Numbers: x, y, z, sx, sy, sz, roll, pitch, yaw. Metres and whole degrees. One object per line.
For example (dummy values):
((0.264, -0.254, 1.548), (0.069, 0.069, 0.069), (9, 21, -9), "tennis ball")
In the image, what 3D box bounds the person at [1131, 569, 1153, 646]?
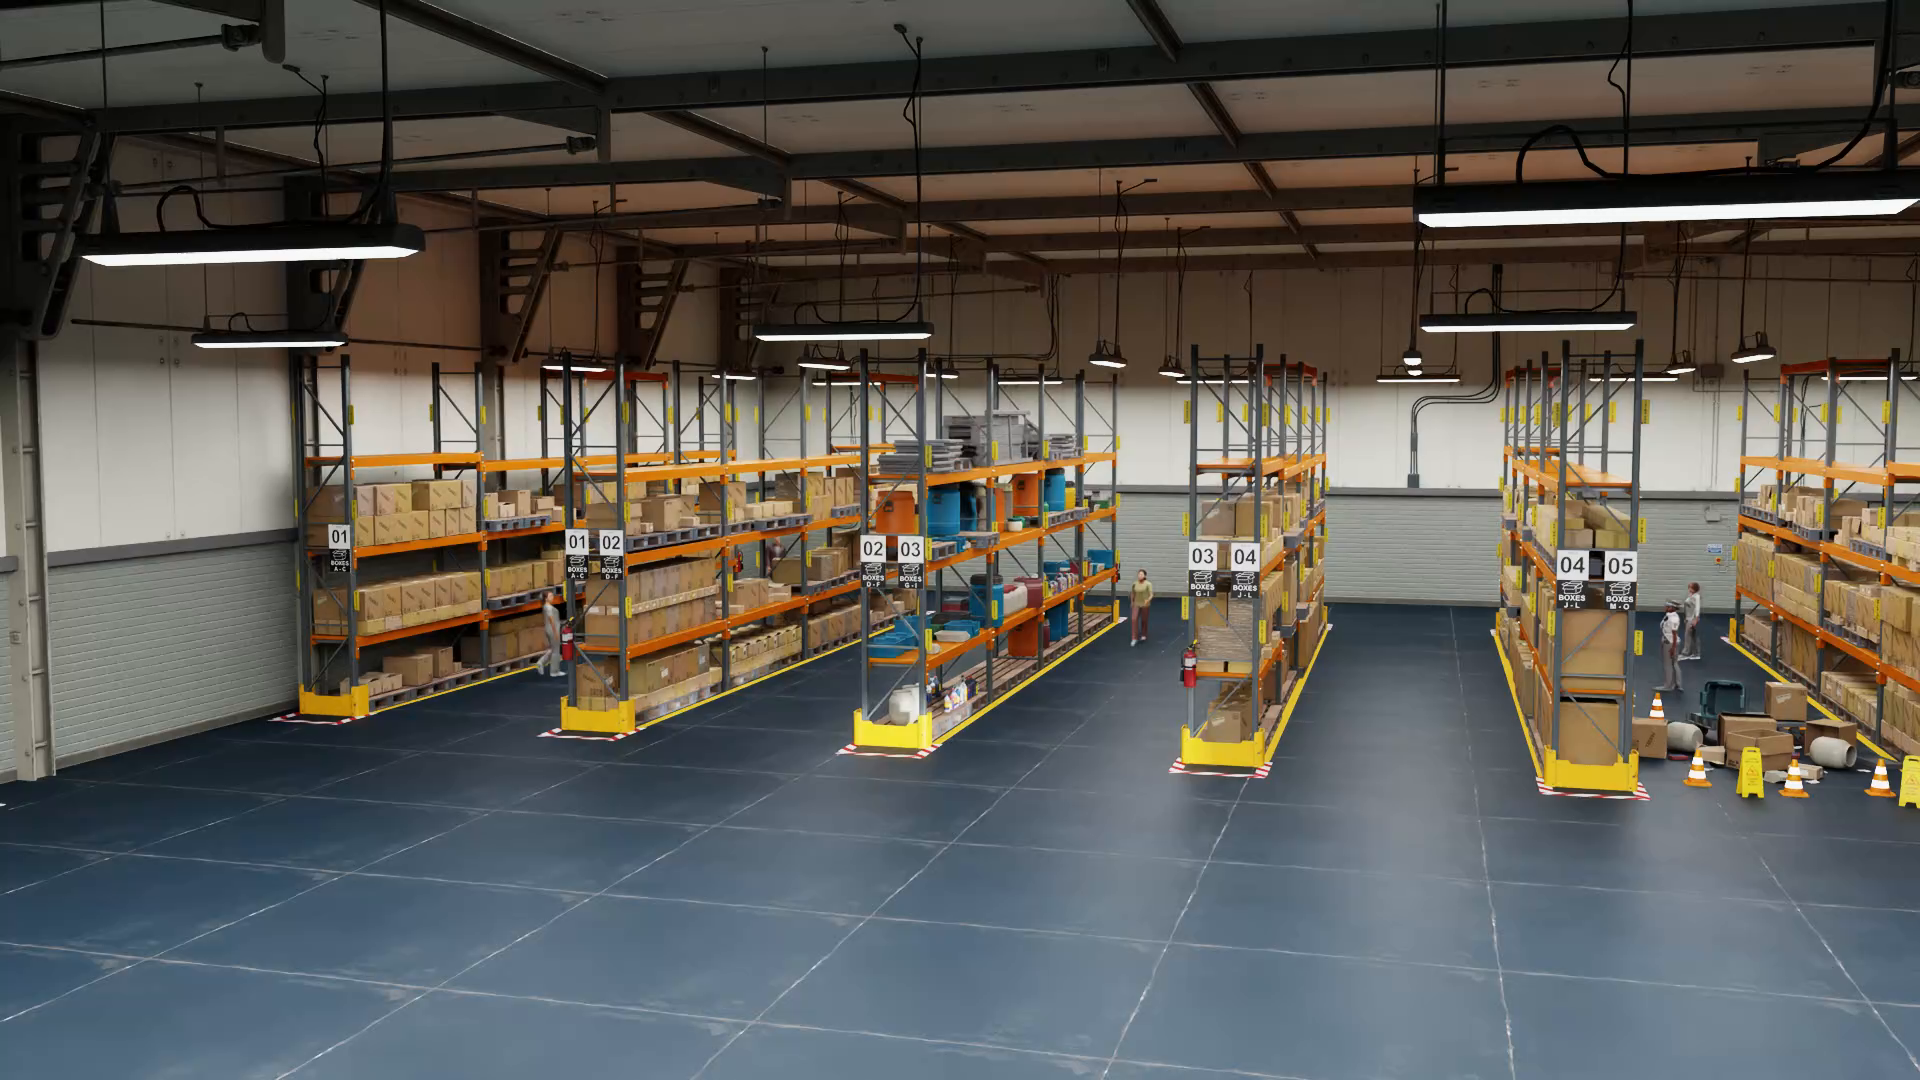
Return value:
((3.982, 1.463, 36.486), (0.530, 1.652, 0.973), (1, 4, 17), "person")

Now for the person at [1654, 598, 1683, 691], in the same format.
((12.922, 1.903, 30.239), (0.436, 1.687, 0.474), (3, 5, 37), "person")

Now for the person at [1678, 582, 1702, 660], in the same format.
((14.947, 1.657, 34.098), (0.516, 1.607, 0.454), (2, 5, 27), "person")

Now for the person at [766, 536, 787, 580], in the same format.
((-4.943, 0.748, 44.885), (0.616, 1.727, 1.078), (-1, 4, -8), "person")

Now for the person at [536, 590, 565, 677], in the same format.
((-7.800, 1.781, 31.712), (0.531, 1.659, 0.480), (-3, 5, -36), "person")
